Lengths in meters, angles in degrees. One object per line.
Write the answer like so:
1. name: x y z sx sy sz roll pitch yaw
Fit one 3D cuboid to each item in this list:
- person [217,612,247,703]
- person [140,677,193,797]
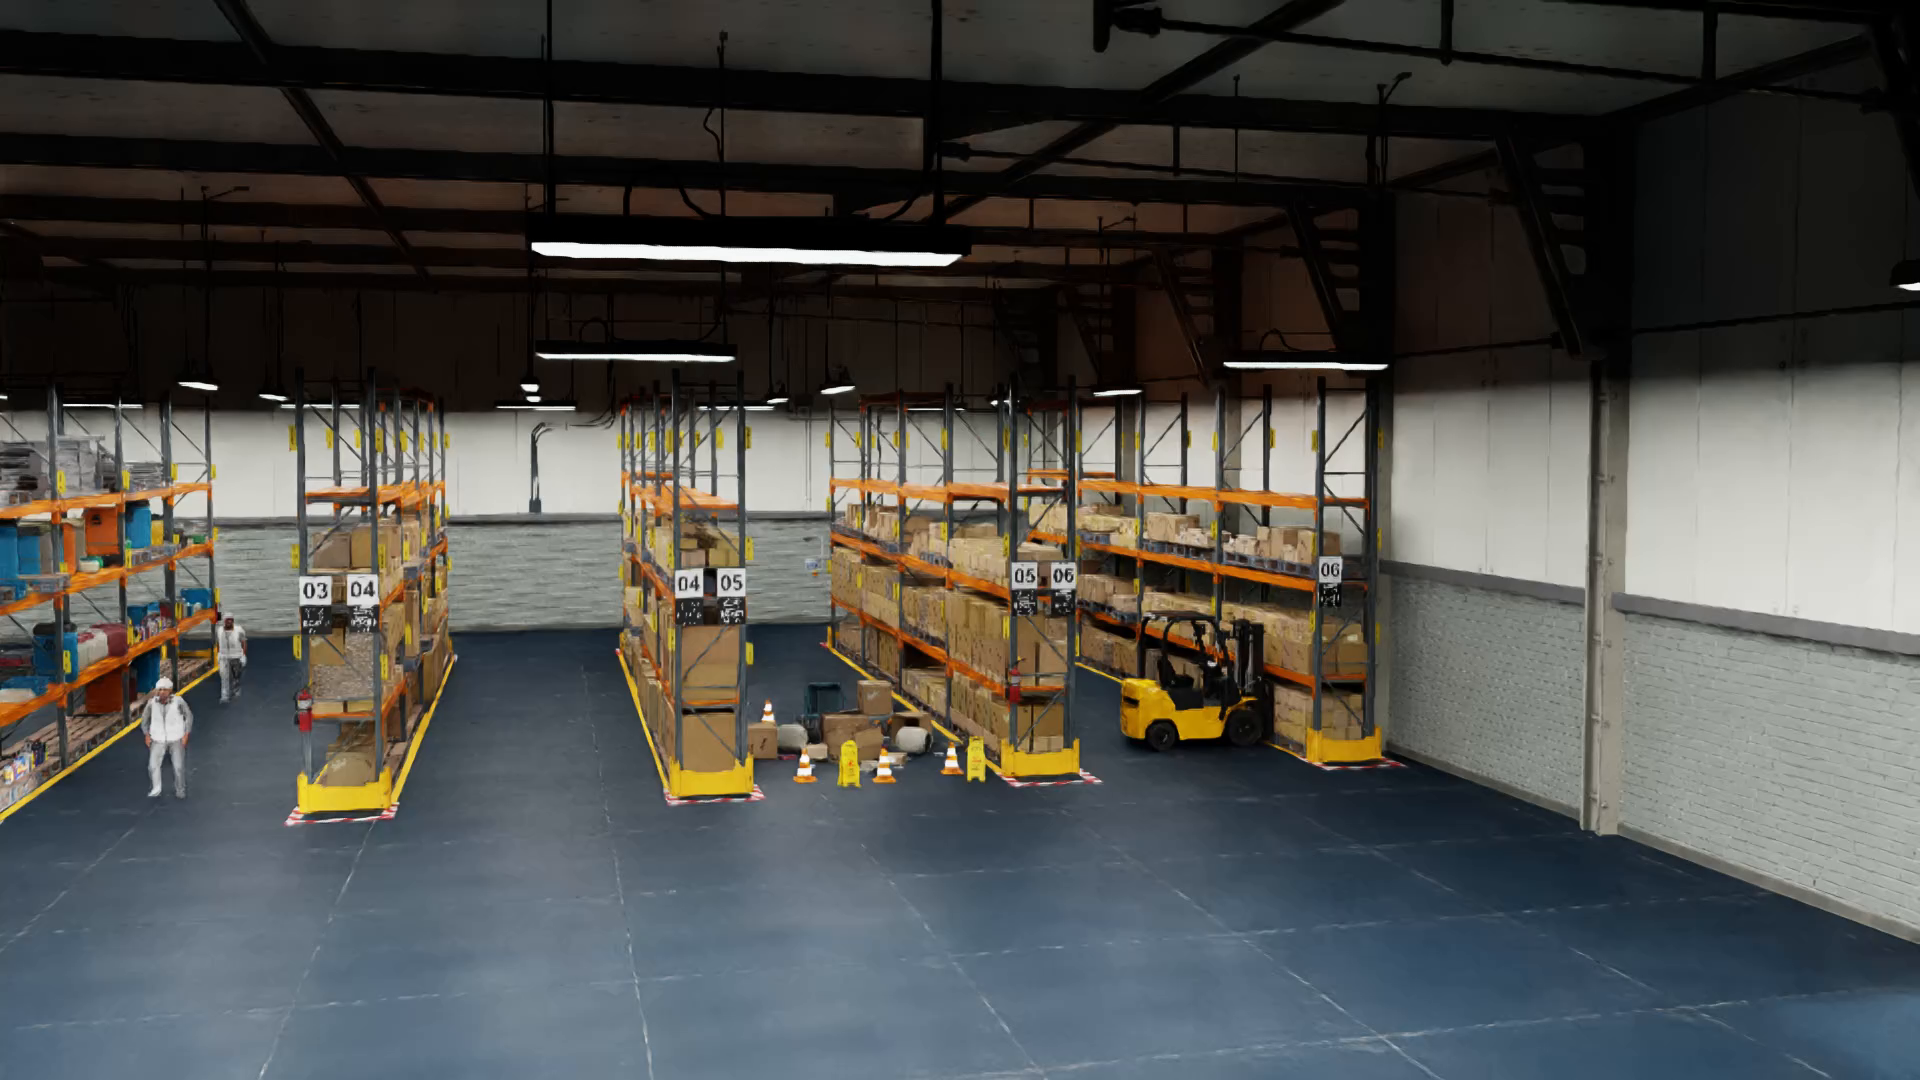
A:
1. person: -13.986 2.232 31.916 0.577 1.733 1.042 -1 4 -15
2. person: -11.086 2.759 23.248 0.677 1.726 0.574 -1 4 -16
